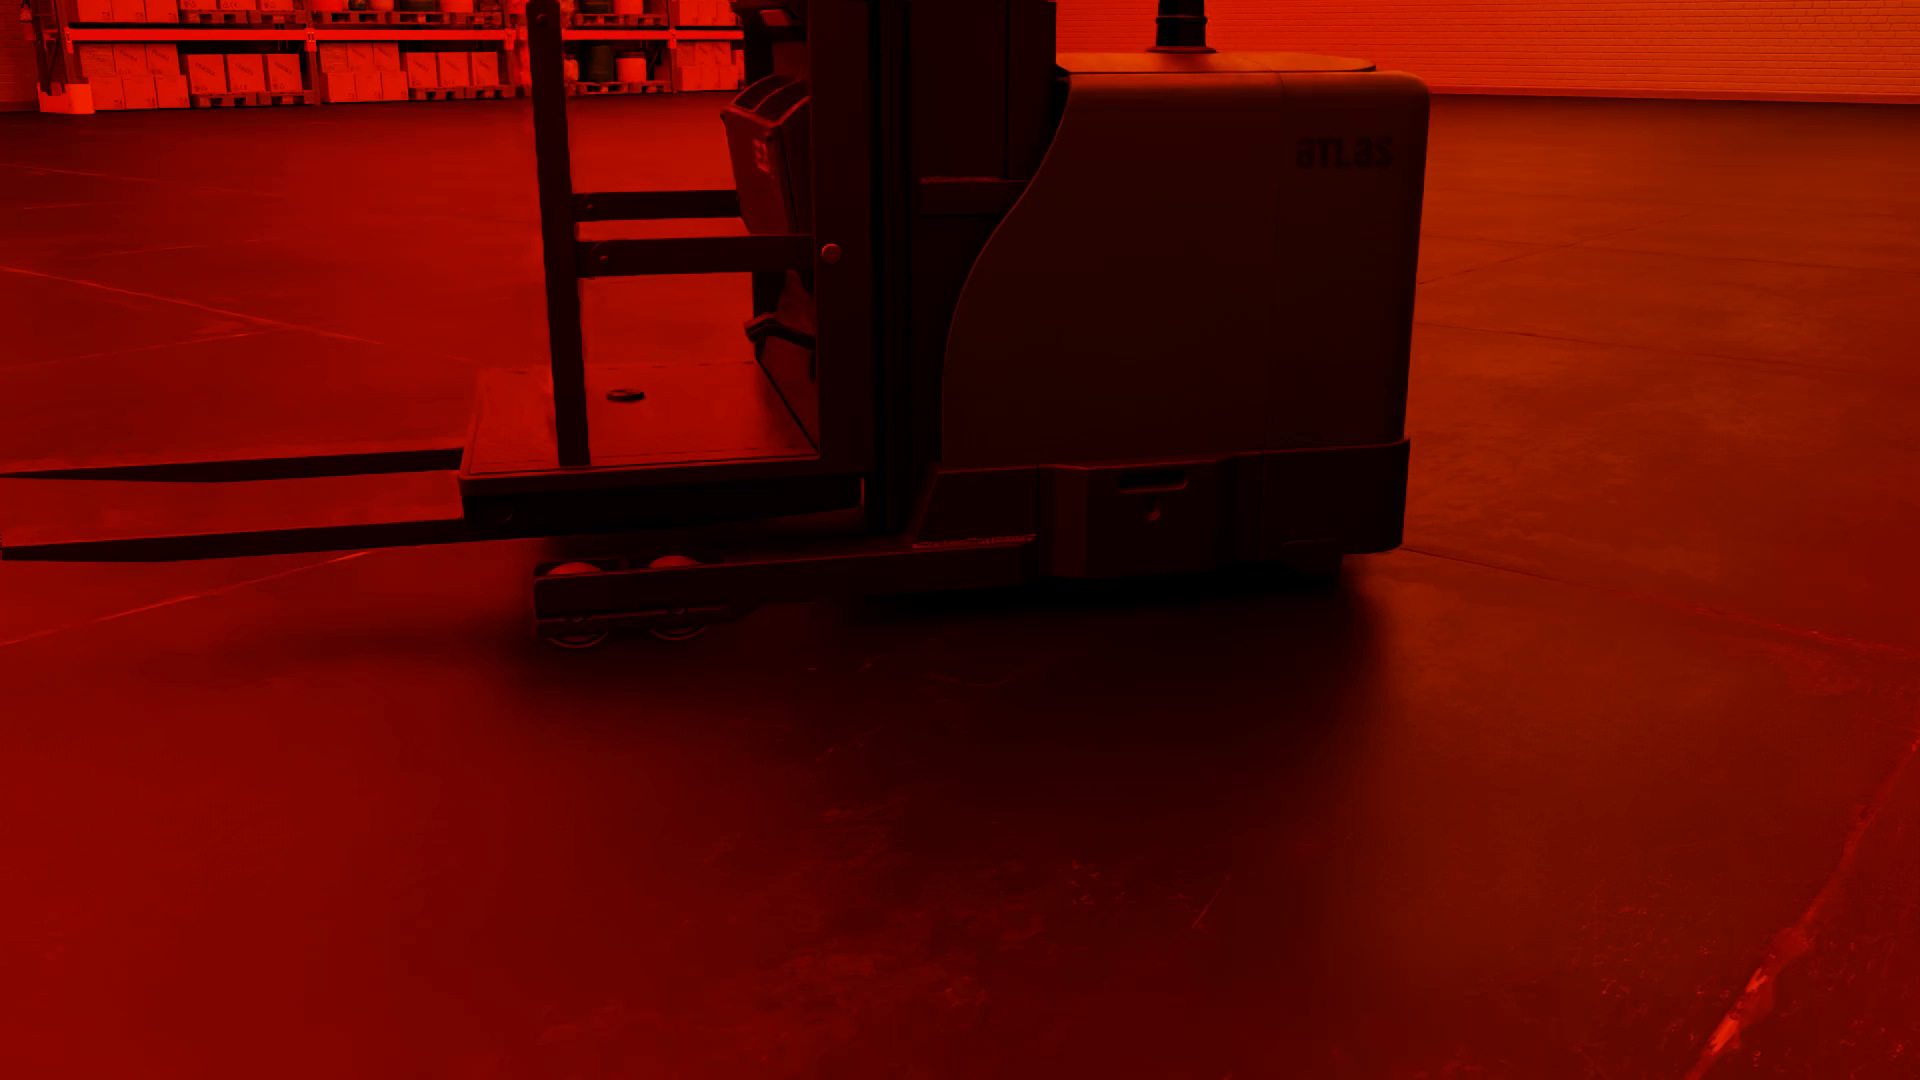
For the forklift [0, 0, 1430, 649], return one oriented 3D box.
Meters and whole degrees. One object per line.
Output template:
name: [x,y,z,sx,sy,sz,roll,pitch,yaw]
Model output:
forklift: [-0.594,-1.359,3.372,3.031,2.935,1.130,-4,17,-13]
